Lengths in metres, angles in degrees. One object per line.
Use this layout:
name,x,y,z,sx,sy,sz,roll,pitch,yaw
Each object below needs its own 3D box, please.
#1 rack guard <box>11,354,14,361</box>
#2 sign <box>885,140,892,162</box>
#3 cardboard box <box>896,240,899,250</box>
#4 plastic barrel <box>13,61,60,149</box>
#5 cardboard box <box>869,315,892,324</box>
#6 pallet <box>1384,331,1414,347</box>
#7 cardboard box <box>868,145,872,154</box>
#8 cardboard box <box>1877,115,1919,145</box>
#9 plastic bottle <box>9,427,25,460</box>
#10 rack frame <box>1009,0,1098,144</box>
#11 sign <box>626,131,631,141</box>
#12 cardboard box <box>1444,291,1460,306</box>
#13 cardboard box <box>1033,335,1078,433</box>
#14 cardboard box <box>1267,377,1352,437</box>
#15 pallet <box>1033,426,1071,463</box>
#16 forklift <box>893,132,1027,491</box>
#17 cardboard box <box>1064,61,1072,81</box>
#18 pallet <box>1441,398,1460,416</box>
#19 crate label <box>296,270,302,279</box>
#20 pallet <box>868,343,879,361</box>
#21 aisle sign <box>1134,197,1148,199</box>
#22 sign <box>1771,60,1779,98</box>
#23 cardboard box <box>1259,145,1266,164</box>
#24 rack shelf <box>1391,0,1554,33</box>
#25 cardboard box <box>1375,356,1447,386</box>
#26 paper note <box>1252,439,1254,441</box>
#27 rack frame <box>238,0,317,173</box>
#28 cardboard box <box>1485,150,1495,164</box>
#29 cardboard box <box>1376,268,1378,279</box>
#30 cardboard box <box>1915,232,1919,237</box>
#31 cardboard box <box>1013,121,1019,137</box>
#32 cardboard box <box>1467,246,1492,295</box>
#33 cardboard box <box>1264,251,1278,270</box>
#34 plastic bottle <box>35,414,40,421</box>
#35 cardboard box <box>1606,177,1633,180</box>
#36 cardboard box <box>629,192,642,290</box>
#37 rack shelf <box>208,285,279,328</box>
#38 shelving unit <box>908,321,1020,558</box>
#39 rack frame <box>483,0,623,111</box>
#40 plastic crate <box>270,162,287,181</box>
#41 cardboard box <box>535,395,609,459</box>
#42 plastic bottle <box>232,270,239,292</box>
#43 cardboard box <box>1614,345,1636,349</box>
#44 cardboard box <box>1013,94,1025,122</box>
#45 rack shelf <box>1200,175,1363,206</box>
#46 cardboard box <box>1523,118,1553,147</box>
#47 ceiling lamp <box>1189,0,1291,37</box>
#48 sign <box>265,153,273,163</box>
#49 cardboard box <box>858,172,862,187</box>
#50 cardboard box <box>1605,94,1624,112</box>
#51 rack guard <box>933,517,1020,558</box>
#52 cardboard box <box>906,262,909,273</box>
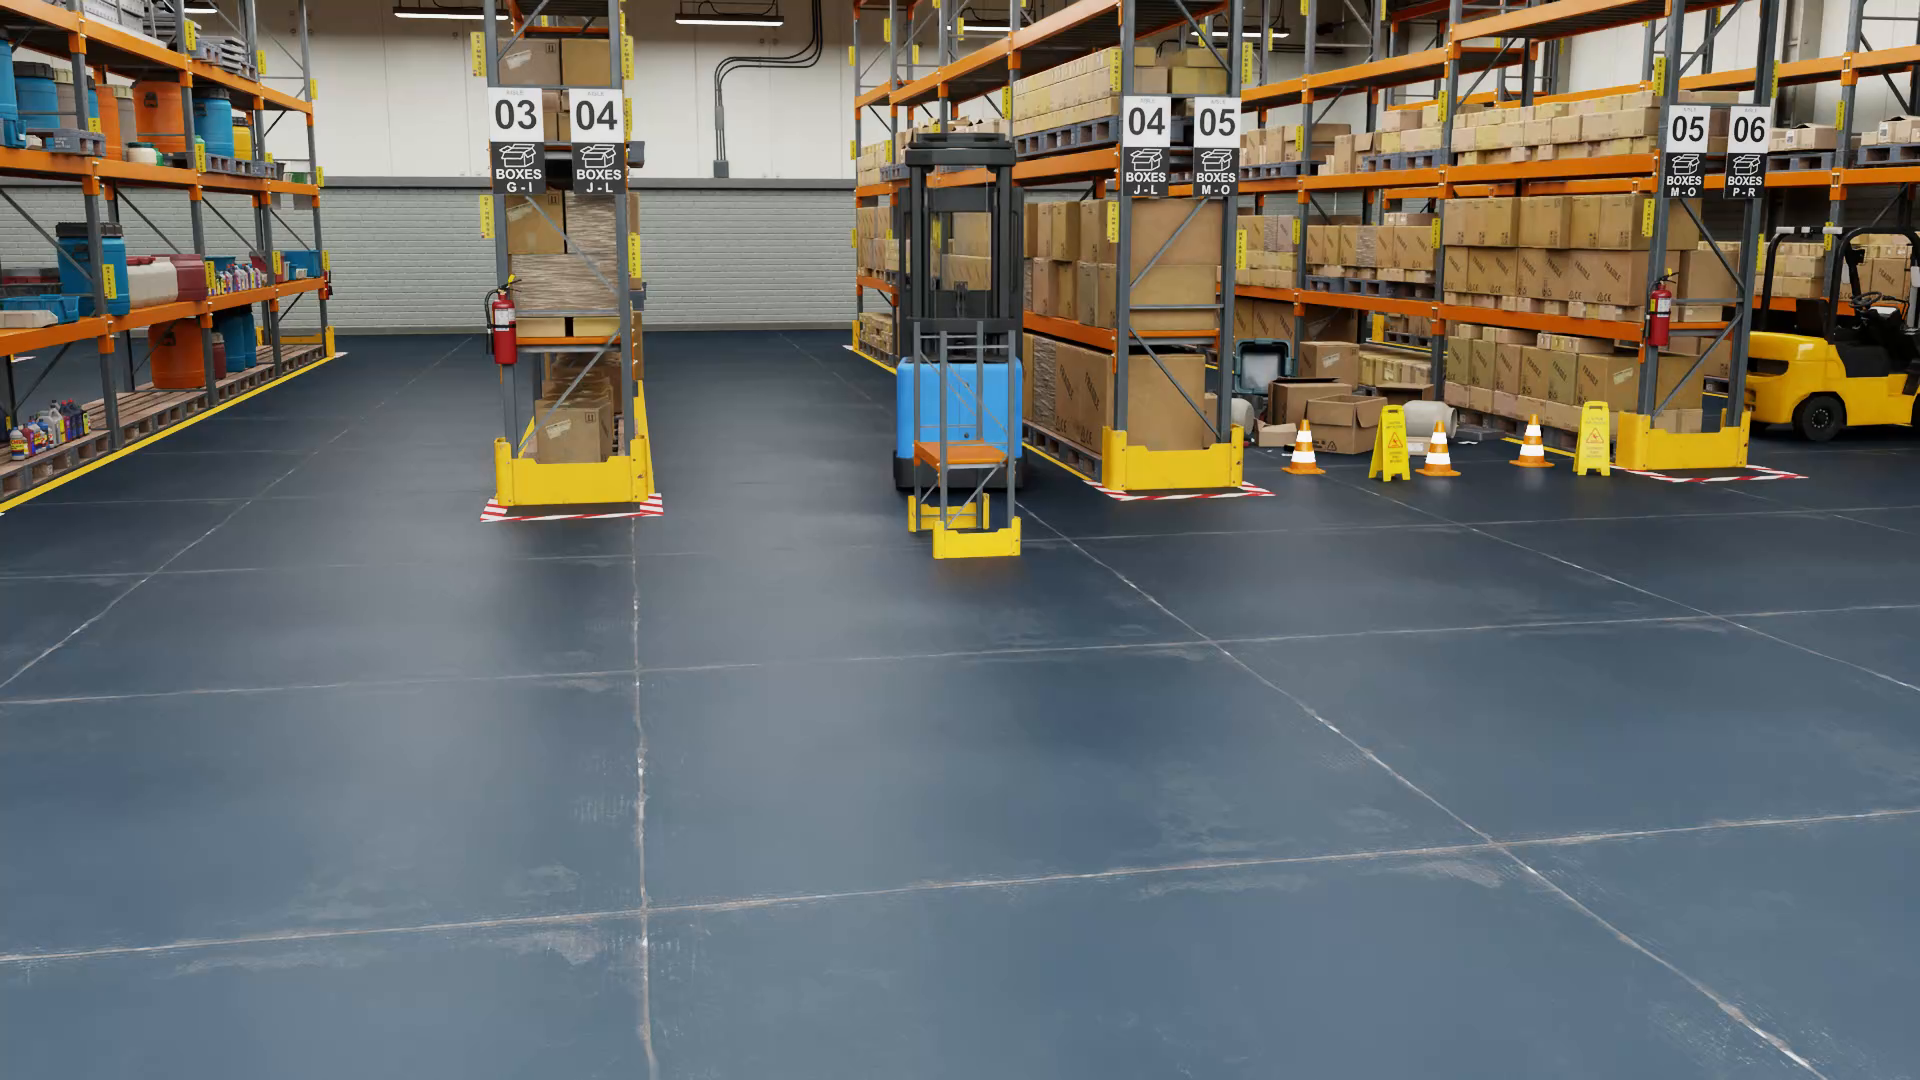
rack guard,-15.905,-3.112,26.711,1.175,0.500,0.348,-2,11,-11
sign,-1.070,-5.848,24.996,0.100,0.325,0.005,-2,11,-11
cardboard box,-0.709,-4.237,23.894,0.380,0.149,0.250,-2,11,-11
plastic barrel,-9.038,-4.138,16.051,0.600,0.901,0.708,-2,11,-11
cardboard box,-1.324,-3.726,28.159,0.380,0.149,0.250,-3,11,-14
pallet,8.558,-3.725,30.705,1.003,0.211,1.213,-2,11,-11
cardboard box,-1.306,-6.409,27.325,0.380,0.149,0.250,-2,11,-9
cardboard box,10.644,-4.578,18.553,0.500,0.311,0.500,-2,11,-10
plastic bottle,-7.995,-0.819,14.096,0.097,0.271,0.097,0,11,0
rack frame,1.017,-5.622,17.166,1.000,3.000,0.127,-2,11,-11
sign,-4.113,-4.993,20.504,0.100,0.325,0.005,-2,11,-11
cardboard box,5.600,-2.680,18.429,0.380,0.149,0.250,-2,11,-11
cardboard box,1.250,-1.554,16.399,0.875,0.875,0.875,-2,11,-11
cardboard box,3.616,-1.381,17.245,0.797,0.637,0.503,-2,11,-11
pallet,1.329,-0.938,16.062,1.003,0.211,1.213,-2,11,-11
forklift,0.013,-2.077,14.770,1.130,2.935,3.031,0,11,1
cardboard box,1.150,-4.221,14.977,0.380,0.149,0.250,-2,11,-12
pallet,5.700,-1.646,19.781,1.003,0.211,1.213,-2,11,-11
crate label,-10.604,-4.187,26.215,0.396,0.136,0.243,-2,11,-11
pallet,-0.945,-3.118,27.515,1.003,0.211,1.213,-2,11,-11
aisle sign,3.221,-6.354,30.104,0.394,0.787,0.004,-2,11,-11
sign,7.163,-4.062,14.657,0.100,0.325,0.005,-2,11,-11
cardboard box,4.464,-5.461,23.577,0.396,0.266,0.258,-2,11,-12
rack shelf,8.776,-9.115,28.553,1.077,0.370,4.000,-2,11,-11
cardboard box,5.605,-2.016,20.173,0.950,0.372,0.625,-1,11,-7
paper note,3.076,-1.030,17.046,0.172,0.023,0.155,2,11,9
rack frame,-11.060,-7.481,26.932,1.000,3.000,0.127,-2,11,-11
cardboard box,5.826,-4.066,17.685,0.380,0.149,0.250,-2,11,-11
cardboard box,5.347,-3.280,20.456,0.380,0.149,0.250,-3,11,-13
cardboard box,10.716,-3.310,18.269,0.380,0.149,0.250,-2,11,-12
cardboard box,0.754,-4.201,17.005,0.380,0.149,0.250,-2,11,-12
cardboard box,5.786,-2.886,17.776,0.500,0.500,0.500,-2,11,-11
cardboard box,4.628,-3.952,23.503,0.500,0.250,0.500,-2,11,-12
plastic bottle,-8.314,-1.004,15.037,0.061,0.283,0.133,-2,11,-11
cardboard box,9.605,-5.273,23.758,0.500,0.250,0.500,-2,11,-13
cardboard box,-3.885,-3.165,17.573,1.000,1.000,1.000,-2,11,-11
rack shelf,-9.893,-3.080,21.779,1.077,0.370,4.000,-2,11,-11
shelving unit,0.015,-0.723,11.483,0.587,1.500,1.083,-2,11,-11
rack frame,-3.090,-4.726,12.461,1.000,3.000,0.127,-2,11,-11
plastic crate,-10.255,-5.447,24.620,0.497,0.269,0.590,-2,11,-11
cardboard box,-3.345,-0.981,14.391,0.500,0.500,0.500,1,11,4
plastic bottle,-9.558,-3.415,21.926,0.061,0.283,0.133,-2,11,-11
cardboard box,6.545,-1.714,16.904,0.500,0.500,0.500,-2,11,-10
cardboard box,0.838,-4.376,16.859,0.500,0.250,0.500,-2,11,-11
rack shelf,4.686,-5.094,24.338,1.077,0.370,4.000,-2,11,-11
cardboard box,5.964,-4.049,16.533,0.500,0.250,0.500,-2,11,-10
ceiling lamp,5.582,-11.477,32.316,2.000,3.185,0.800,-2,11,-11
sign,-9.742,-5.298,23.461,0.100,0.325,0.005,-2,11,-11
cardboard box,-1.480,-6.184,28.542,0.500,0.250,0.500,-2,11,-9
cardboard box,6.195,-4.028,15.352,0.380,0.149,0.250,-2,11,-12
rack guard,0.112,-0.017,11.120,0.587,0.250,0.087,-2,11,-11
cardboard box,-0.552,-3.800,23.190,0.380,0.149,0.250,-2,11,-9
